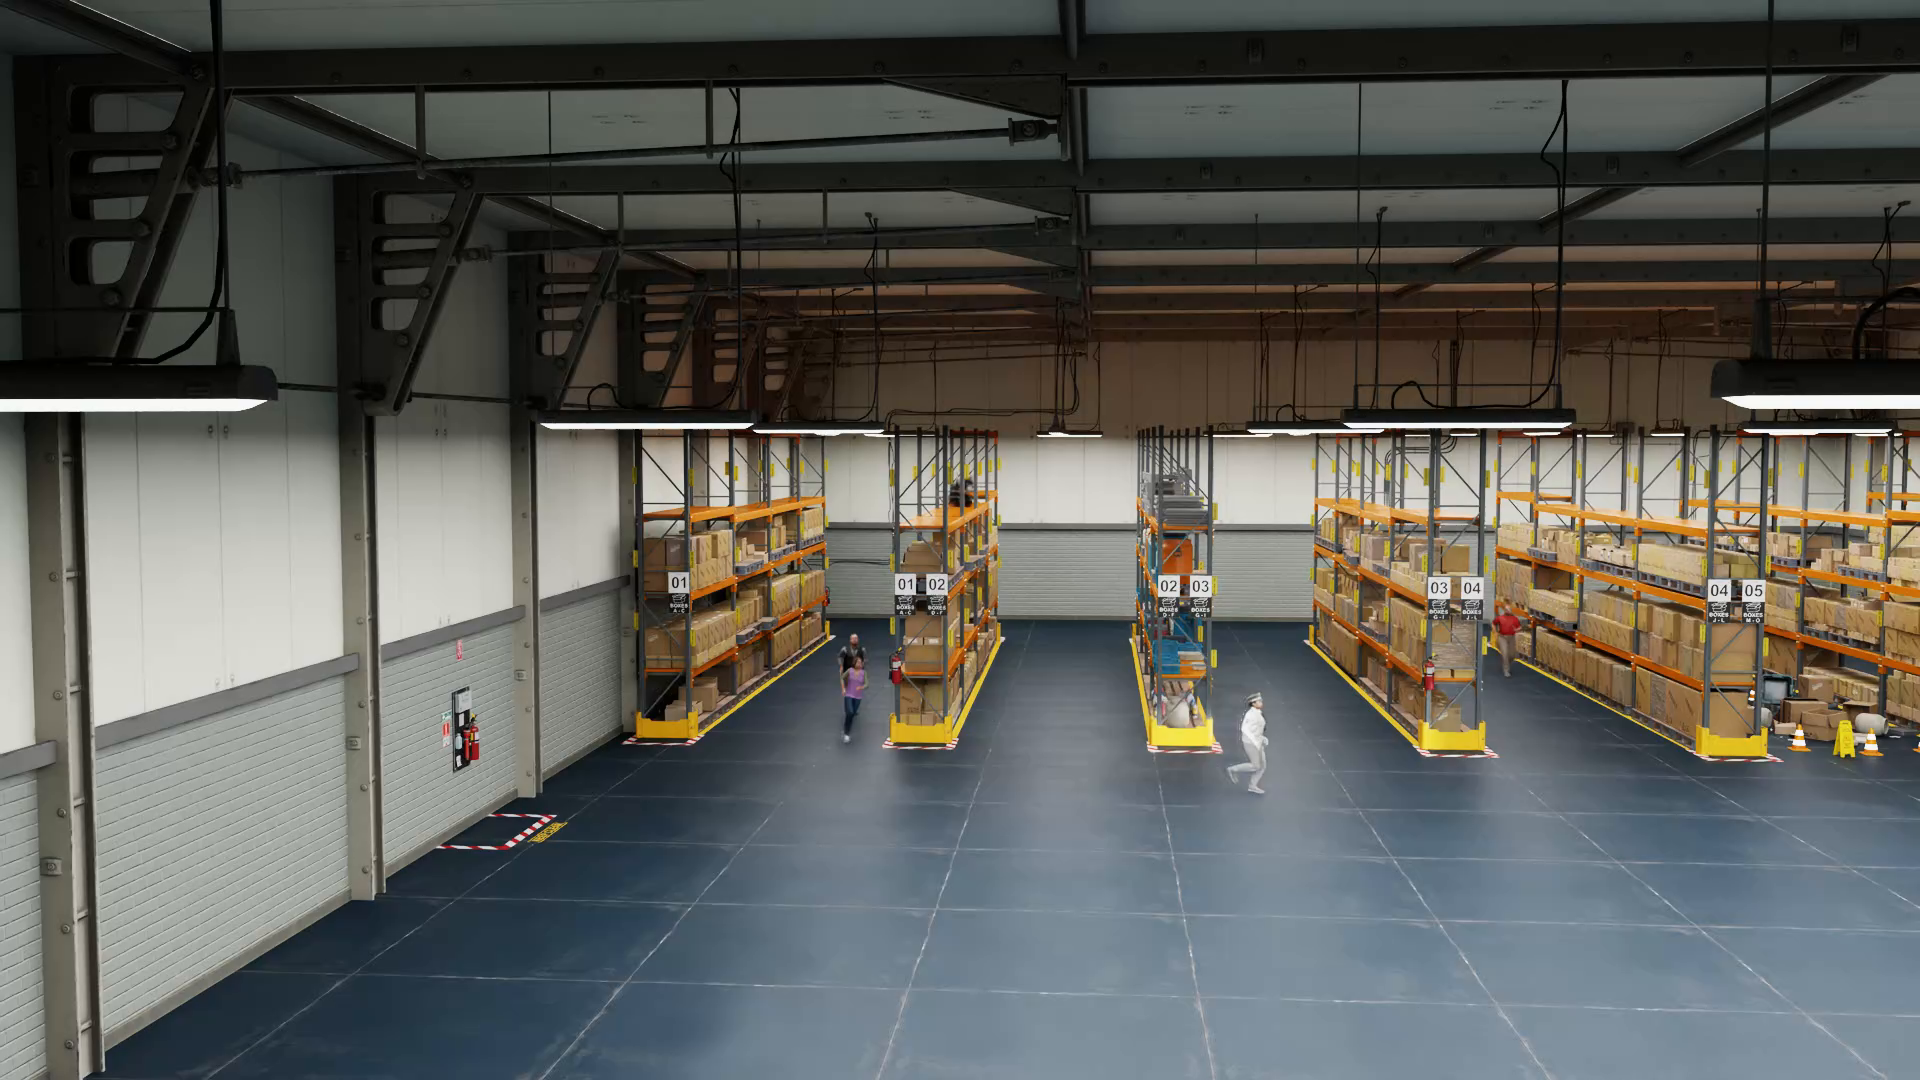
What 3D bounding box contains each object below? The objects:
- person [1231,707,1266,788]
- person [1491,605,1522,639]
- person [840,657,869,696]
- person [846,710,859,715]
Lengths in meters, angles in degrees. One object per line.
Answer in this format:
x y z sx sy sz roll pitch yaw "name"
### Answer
4.710 3.368 27.034 0.528 1.337 0.610 2 4 29 "person"
13.283 2.000 40.302 0.673 0.825 0.591 0 3 5 "person"
-1.990 2.616 31.668 0.507 0.777 0.534 -1 4 -19 "person"
-2.247 3.476 34.527 0.284 0.332 0.386 -1 4 -12 "person"
